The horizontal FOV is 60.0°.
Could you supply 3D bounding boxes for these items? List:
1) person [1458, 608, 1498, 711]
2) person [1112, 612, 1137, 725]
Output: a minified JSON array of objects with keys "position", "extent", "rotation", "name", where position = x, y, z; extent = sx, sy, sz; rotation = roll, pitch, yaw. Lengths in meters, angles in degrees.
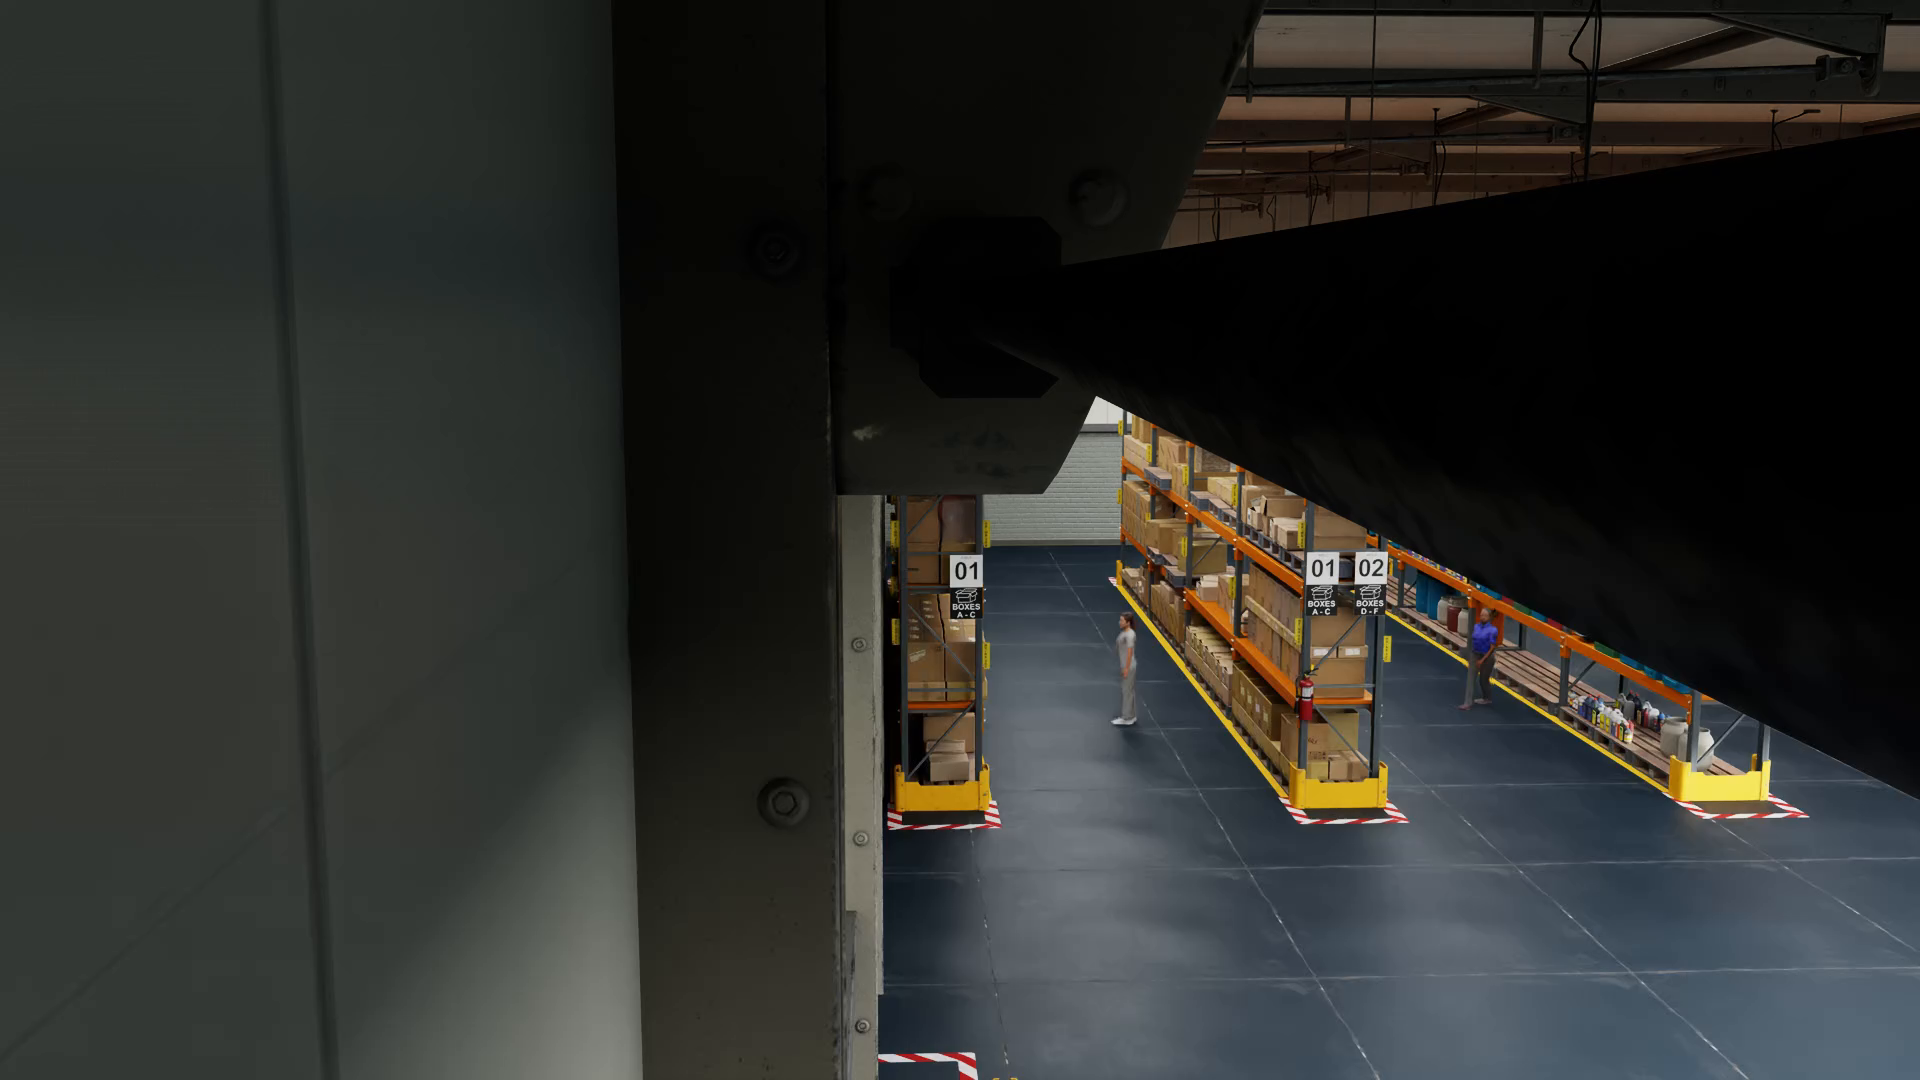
[{"position":[7.926,1.809,25.281],"extent":[0.461,1.582,0.975],"rotation":[8,11,42],"name":"person"},{"position":[2.430,1.887,24.567],"extent":[0.376,1.683,0.515],"rotation":[-1,8,-4],"name":"person"}]
